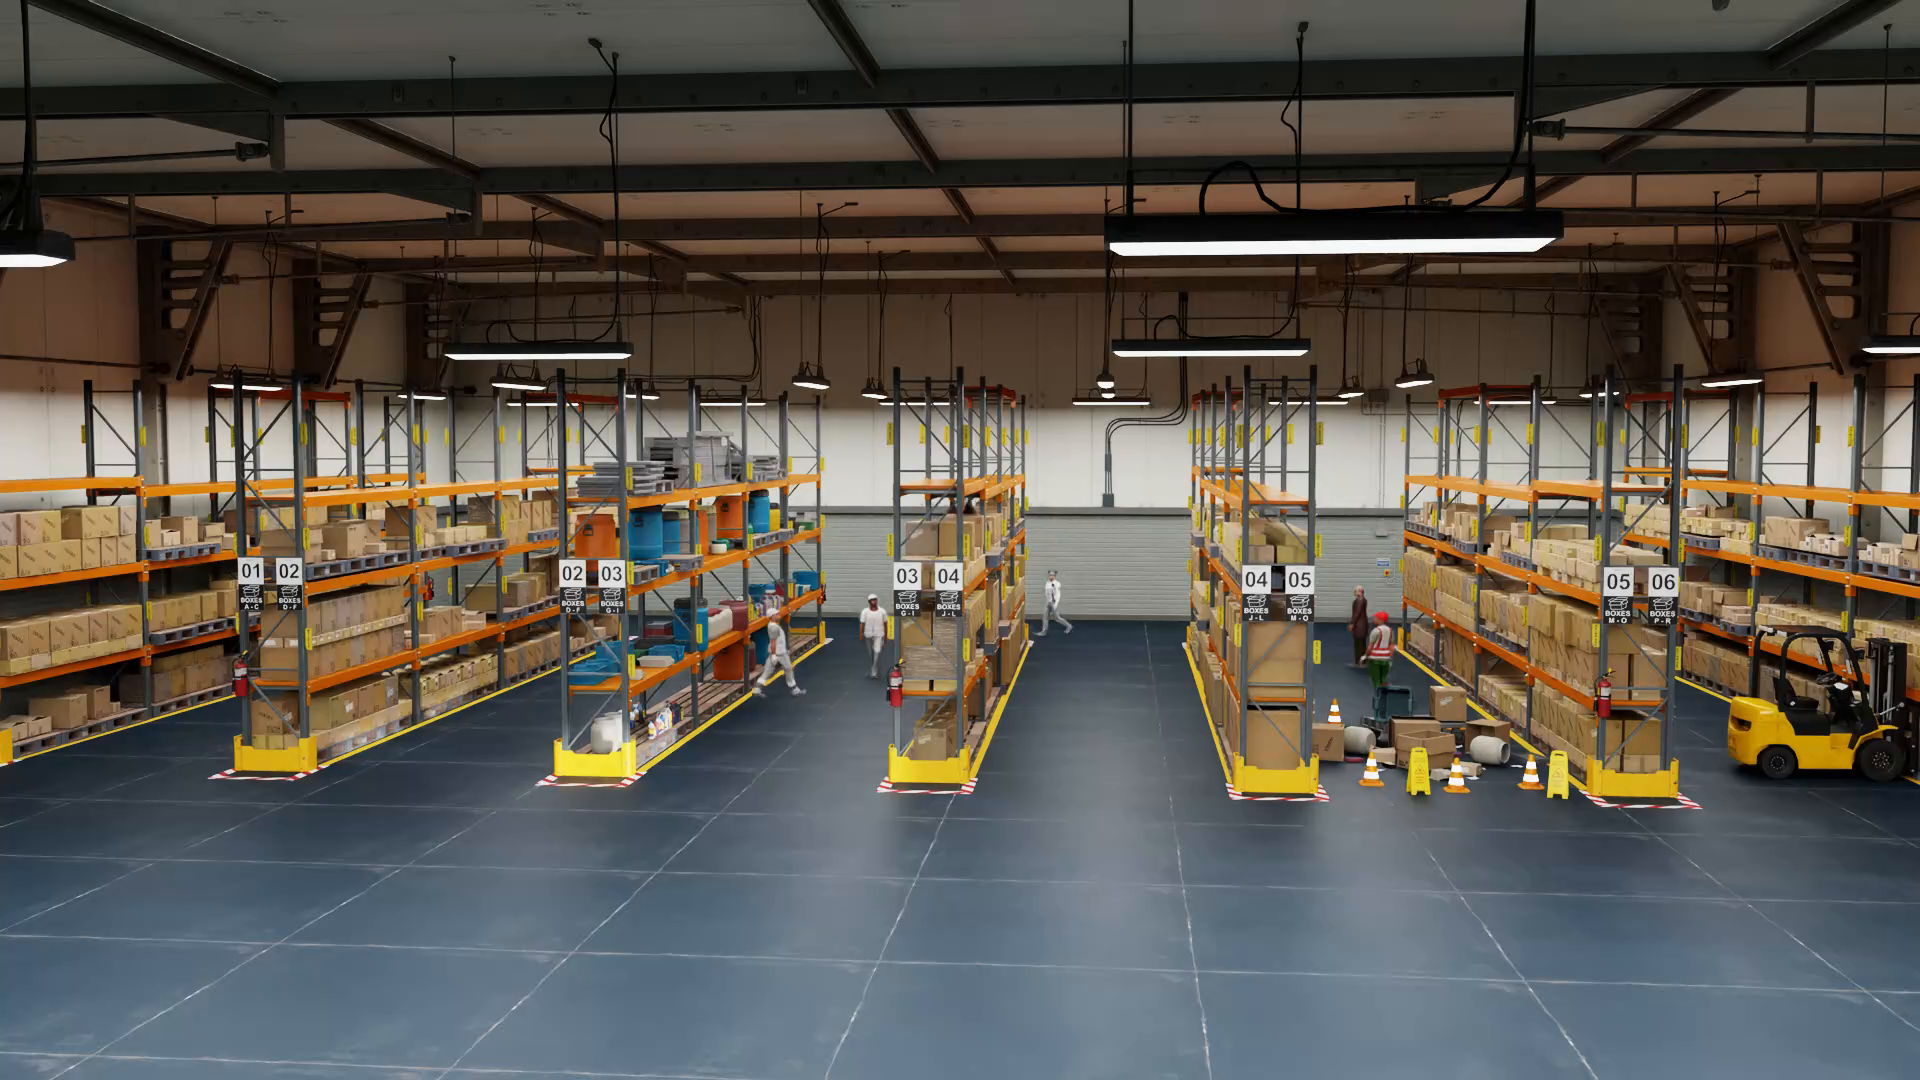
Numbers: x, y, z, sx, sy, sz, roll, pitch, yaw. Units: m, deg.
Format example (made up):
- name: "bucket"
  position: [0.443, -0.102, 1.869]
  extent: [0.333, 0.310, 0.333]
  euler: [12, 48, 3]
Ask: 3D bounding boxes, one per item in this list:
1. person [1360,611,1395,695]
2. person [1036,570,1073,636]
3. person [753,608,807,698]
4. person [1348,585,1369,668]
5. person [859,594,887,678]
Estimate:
- name: "person"
  position: [7.678, 2.208, 30.525]
  extent: [0.623, 1.820, 0.542]
  euler: [0, 4, -4]
- name: "person"
  position: [2.330, 1.571, 41.744]
  extent: [0.862, 1.656, 0.508]
  euler: [-1, 4, -15]
- name: "person"
  position: [-3.418, 2.137, 31.394]
  extent: [1.091, 1.732, 0.495]
  euler: [-3, 5, -40]
- name: "person"
  position: [8.623, 1.877, 35.948]
  extent: [0.400, 1.791, 0.603]
  euler: [2, 4, 29]
- name: "person"
  position: [-1.820, 1.981, 34.618]
  extent: [0.555, 1.708, 0.995]
  euler: [1, 4, 11]
